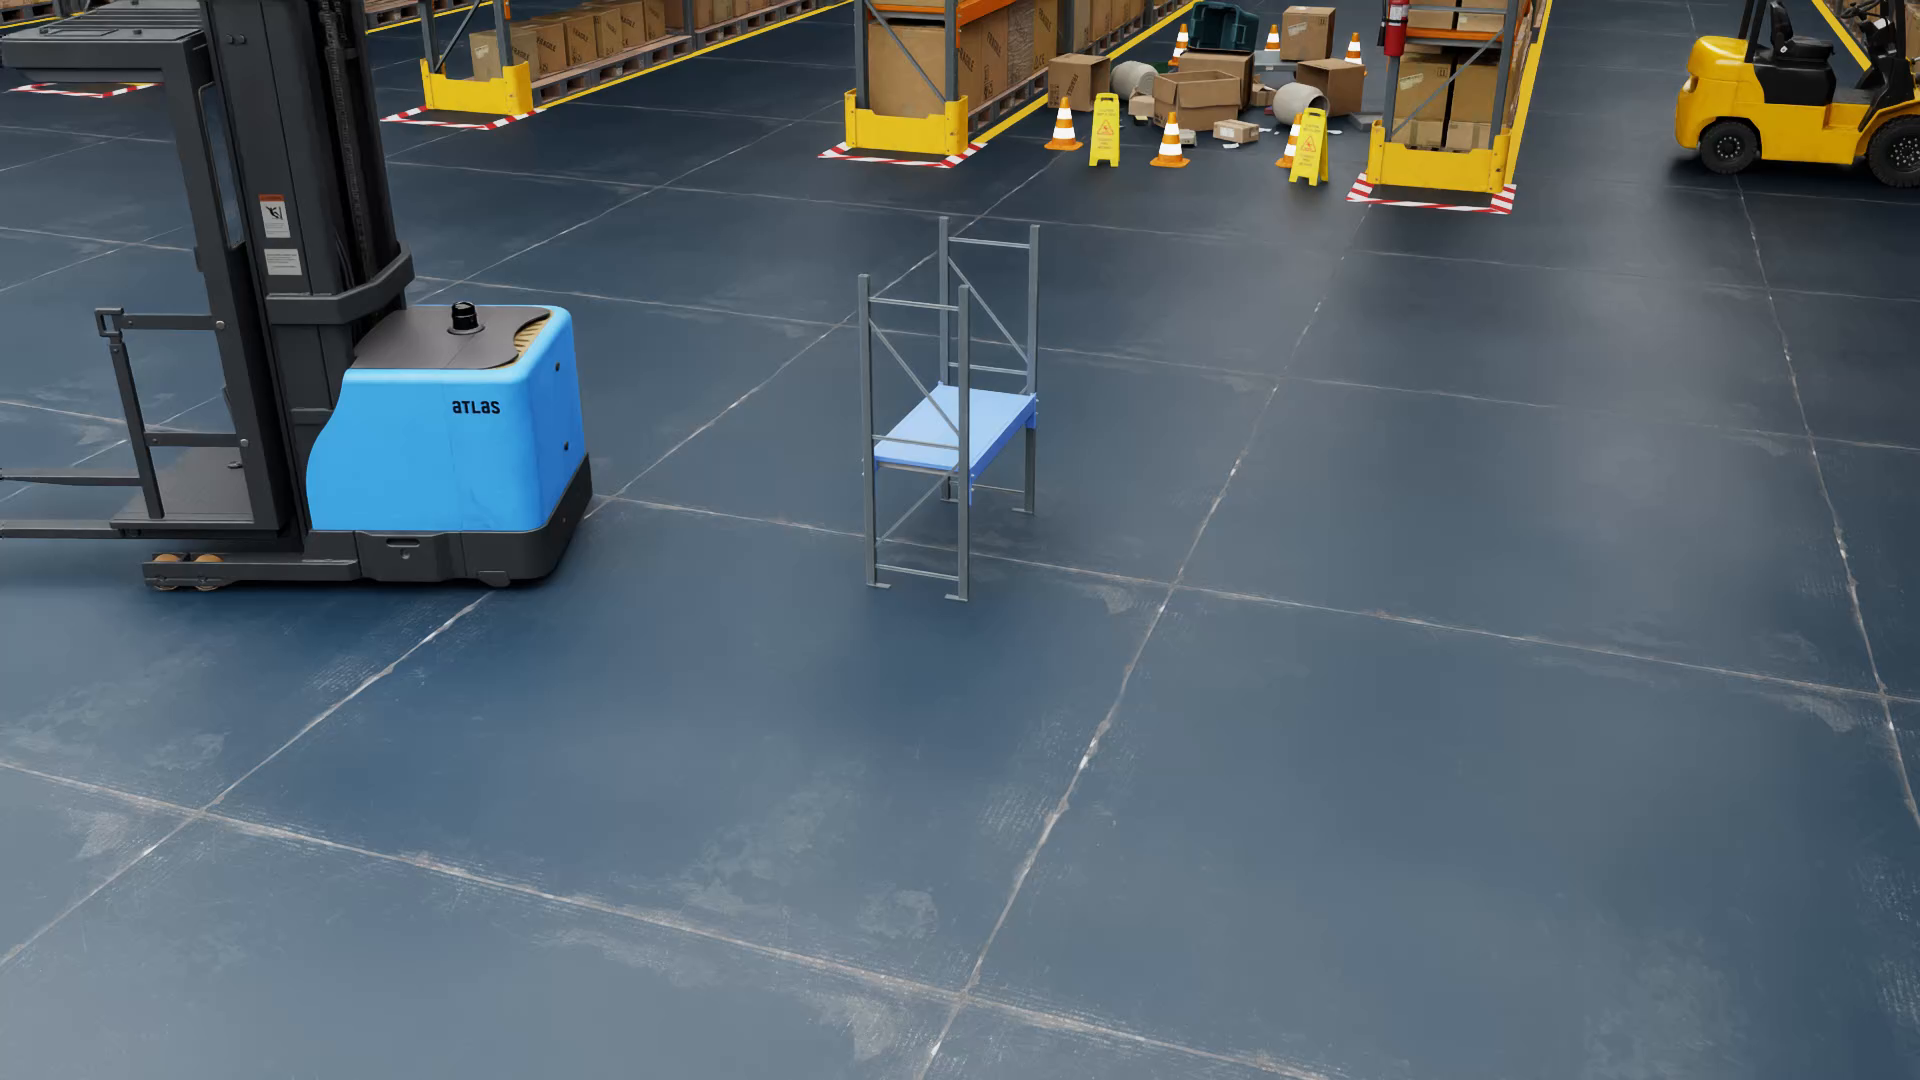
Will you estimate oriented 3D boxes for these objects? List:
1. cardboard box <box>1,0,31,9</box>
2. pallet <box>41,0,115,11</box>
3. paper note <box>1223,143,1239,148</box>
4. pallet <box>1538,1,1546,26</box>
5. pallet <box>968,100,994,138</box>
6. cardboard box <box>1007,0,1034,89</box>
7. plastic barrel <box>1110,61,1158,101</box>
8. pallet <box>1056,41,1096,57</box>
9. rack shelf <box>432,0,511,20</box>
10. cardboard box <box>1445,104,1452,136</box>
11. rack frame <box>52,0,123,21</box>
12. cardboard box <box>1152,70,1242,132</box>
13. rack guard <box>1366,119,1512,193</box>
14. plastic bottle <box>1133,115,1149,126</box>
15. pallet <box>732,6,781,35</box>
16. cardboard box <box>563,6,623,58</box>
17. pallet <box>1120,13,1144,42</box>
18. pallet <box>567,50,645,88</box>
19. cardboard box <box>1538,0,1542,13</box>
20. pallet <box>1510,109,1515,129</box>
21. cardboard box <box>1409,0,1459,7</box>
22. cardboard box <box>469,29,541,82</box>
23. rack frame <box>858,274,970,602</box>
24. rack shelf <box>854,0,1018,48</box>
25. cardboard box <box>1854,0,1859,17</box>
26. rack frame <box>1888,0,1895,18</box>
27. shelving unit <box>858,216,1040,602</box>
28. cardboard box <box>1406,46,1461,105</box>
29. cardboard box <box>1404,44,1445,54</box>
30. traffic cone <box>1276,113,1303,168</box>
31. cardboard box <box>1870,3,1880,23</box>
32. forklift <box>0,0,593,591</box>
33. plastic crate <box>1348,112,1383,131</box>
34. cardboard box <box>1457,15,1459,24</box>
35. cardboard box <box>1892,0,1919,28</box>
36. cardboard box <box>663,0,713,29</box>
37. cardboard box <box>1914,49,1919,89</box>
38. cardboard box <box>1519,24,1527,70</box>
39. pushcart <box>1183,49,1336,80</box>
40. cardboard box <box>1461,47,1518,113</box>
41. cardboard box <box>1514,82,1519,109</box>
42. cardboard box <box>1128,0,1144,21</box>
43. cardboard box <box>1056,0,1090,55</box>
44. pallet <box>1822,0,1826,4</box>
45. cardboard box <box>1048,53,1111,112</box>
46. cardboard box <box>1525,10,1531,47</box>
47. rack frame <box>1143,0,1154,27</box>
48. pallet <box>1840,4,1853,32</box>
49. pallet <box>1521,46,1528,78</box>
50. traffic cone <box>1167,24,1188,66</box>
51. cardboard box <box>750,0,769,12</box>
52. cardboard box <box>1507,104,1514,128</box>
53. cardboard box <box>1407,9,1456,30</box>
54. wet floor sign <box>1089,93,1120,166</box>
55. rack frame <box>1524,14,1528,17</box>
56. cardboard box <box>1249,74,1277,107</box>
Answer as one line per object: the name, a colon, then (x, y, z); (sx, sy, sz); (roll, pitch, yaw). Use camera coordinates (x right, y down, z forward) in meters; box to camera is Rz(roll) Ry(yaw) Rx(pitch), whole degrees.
cardboard box: (-13.285, -7.529, 23.031); (0.500, 0.250, 0.500); (9, 27, 17)
pallet: (-12.952, -8.057, 24.649); (1.003, 0.211, 1.213); (9, 27, 17)
paper note: (2.631, -3.826, 16.116); (0.148, 0.019, 0.142); (0, 26, -1)
pallet: (7.597, -7.330, 23.147); (1.003, 0.211, 1.213); (9, 27, 17)
pallet: (-0.315, -4.246, 16.777); (1.003, 0.211, 1.213); (9, 27, 17)
cardboard box: (0.252, -5.418, 17.955); (0.875, 0.875, 0.875); (9, 27, 18)
plastic barrel: (1.892, -4.957, 18.002); (0.421, 0.421, 0.512); (-14, 29, -27)
pallet: (1.009, -5.878, 20.148); (1.003, 0.211, 1.213); (9, 27, 17)
rack shelf: (-4.486, -6.420, 18.893); (1.077, 0.370, 4.000); (9, 27, 17)
cardboard box: (4.389, -4.019, 15.782); (0.500, 0.250, 0.500); (9, 27, 18)
rack frame: (-9.822, -6.640, 18.522); (1.000, 3.000, 0.127); (9, 27, 17)
cardboard box: (2.391, -4.450, 16.864); (0.797, 0.503, 0.637); (-9, 27, -18)
rack guard: (4.219, -3.391, 14.680); (1.175, 0.500, 0.348); (9, 27, 17)
plastic bottle: (1.858, -4.322, 17.107); (0.133, 0.061, 0.283); (0, 26, -1)
pallet: (-3.158, -7.134, 22.742); (1.003, 0.211, 1.213); (9, 27, 17)
cardboard box: (-4.307, -5.968, 19.521); (0.500, 0.500, 0.500); (6, 27, 13)
pallet: (1.821, -6.881, 22.219); (1.003, 0.211, 1.213); (9, 27, 17)
pallet: (-4.415, -5.526, 19.422); (1.003, 0.211, 1.213); (9, 27, 17)
cardboard box: (7.465, -7.643, 22.549); (0.875, 0.875, 0.875); (9, 27, 18)
pallet: (4.930, -4.089, 16.454); (1.003, 0.211, 1.213); (9, 27, 17)
cardboard box: (4.115, -4.927, 14.527); (0.500, 0.500, 0.500); (8, 27, 17)
cardboard box: (-4.928, -5.240, 18.017); (0.500, 0.500, 0.500); (14, 29, 27)
rack frame: (-0.198, -0.431, 7.419); (0.500, 1.500, 0.032); (9, 27, 17)
rack shelf: (0.158, -5.659, 17.322); (1.077, 0.370, 4.000); (9, 27, 17)
cardboard box: (12.158, -7.171, 22.005); (0.500, 0.500, 0.500); (8, 27, 16)
rack frame: (11.538, -7.054, 19.377); (1.000, 3.000, 0.127); (9, 27, 17)
shelving unit: (-0.028, -0.640, 7.851); (0.538, 1.500, 1.048); (9, 27, 17)
cardboard box: (4.385, -4.356, 15.617); (0.500, 0.500, 0.500); (10, 28, 19)
cardboard box: (4.273, -4.593, 15.363); (0.380, 0.149, 0.250); (10, 27, 19)
traffic cone: (3.120, -3.707, 15.375); (0.336, 0.463, 0.334); (9, 27, 17)
cardboard box: (11.652, -6.527, 20.675); (0.500, 0.500, 0.500); (8, 27, 17)
forklift: (-3.414, -1.312, 7.596); (3.031, 2.935, 1.130); (0, 26, 1)
plastic crate: (4.229, -4.288, 17.015); (0.402, 0.080, 0.583); (0, 26, -1)
cardboard box: (4.572, -4.587, 14.570); (0.380, 0.149, 0.250); (9, 27, 18)
cardboard box: (11.317, -5.920, 19.278); (0.875, 0.625, 0.625); (10, 27, 19)
cardboard box: (-3.596, -6.888, 21.397); (0.700, 0.500, 0.500); (7, 27, 13)
cardboard box: (10.635, -5.064, 17.511); (0.875, 0.625, 0.625); (8, 27, 17)
cardboard box: (5.413, -4.926, 16.795); (0.500, 0.500, 0.500); (9, 27, 18)
pushcart: (3.358, -5.258, 18.677); (1.648, 0.377, 0.936); (0, 26, -1)
cardboard box: (4.900, -4.290, 15.482); (0.500, 0.500, 0.500); (8, 27, 16)
cardboard box: (5.414, -4.578, 16.936); (0.500, 0.250, 0.500); (8, 27, 16)
cardboard box: (1.867, -7.388, 22.166); (1.050, 0.750, 0.750); (8, 27, 17)
cardboard box: (0.945, -6.249, 19.815); (1.050, 0.750, 0.750); (9, 27, 17)
pallet: (13.503, -8.228, 25.001); (1.003, 0.211, 1.213); (9, 27, 17)
cardboard box: (1.274, -4.894, 17.782); (0.500, 0.500, 0.500); (14, 29, 26)
cardboard box: (6.421, -6.243, 20.236); (0.950, 0.372, 0.625); (8, 27, 16)
rack frame: (2.154, -8.449, 22.257); (1.000, 3.000, 0.127); (9, 27, 17)
pallet: (12.634, -7.103, 22.678); (1.003, 0.211, 1.213); (9, 27, 17)
pallet: (6.187, -5.697, 19.773); (1.003, 0.211, 1.213); (9, 27, 17)
traffic cone: (2.694, -5.995, 20.101); (0.336, 0.463, 0.334); (9, 27, 17)
cardboard box: (-3.048, -7.540, 22.745); (0.700, 0.500, 0.500); (11, 28, 22)
cardboard box: (4.900, -3.936, 15.611); (0.500, 0.250, 0.500); (10, 27, 19)
cardboard box: (4.116, -4.556, 14.507); (0.380, 0.149, 0.250); (10, 27, 19)
wet floor sign: (1.350, -3.802, 15.363); (0.267, 0.644, 0.232); (4, 26, 8)
rack frame: (5.525, -6.129, 17.466); (1.000, 3.000, 0.127); (9, 27, 17)
cardboard box: (3.230, -4.874, 18.013); (0.258, 0.266, 0.396); (-9, 27, -18)
